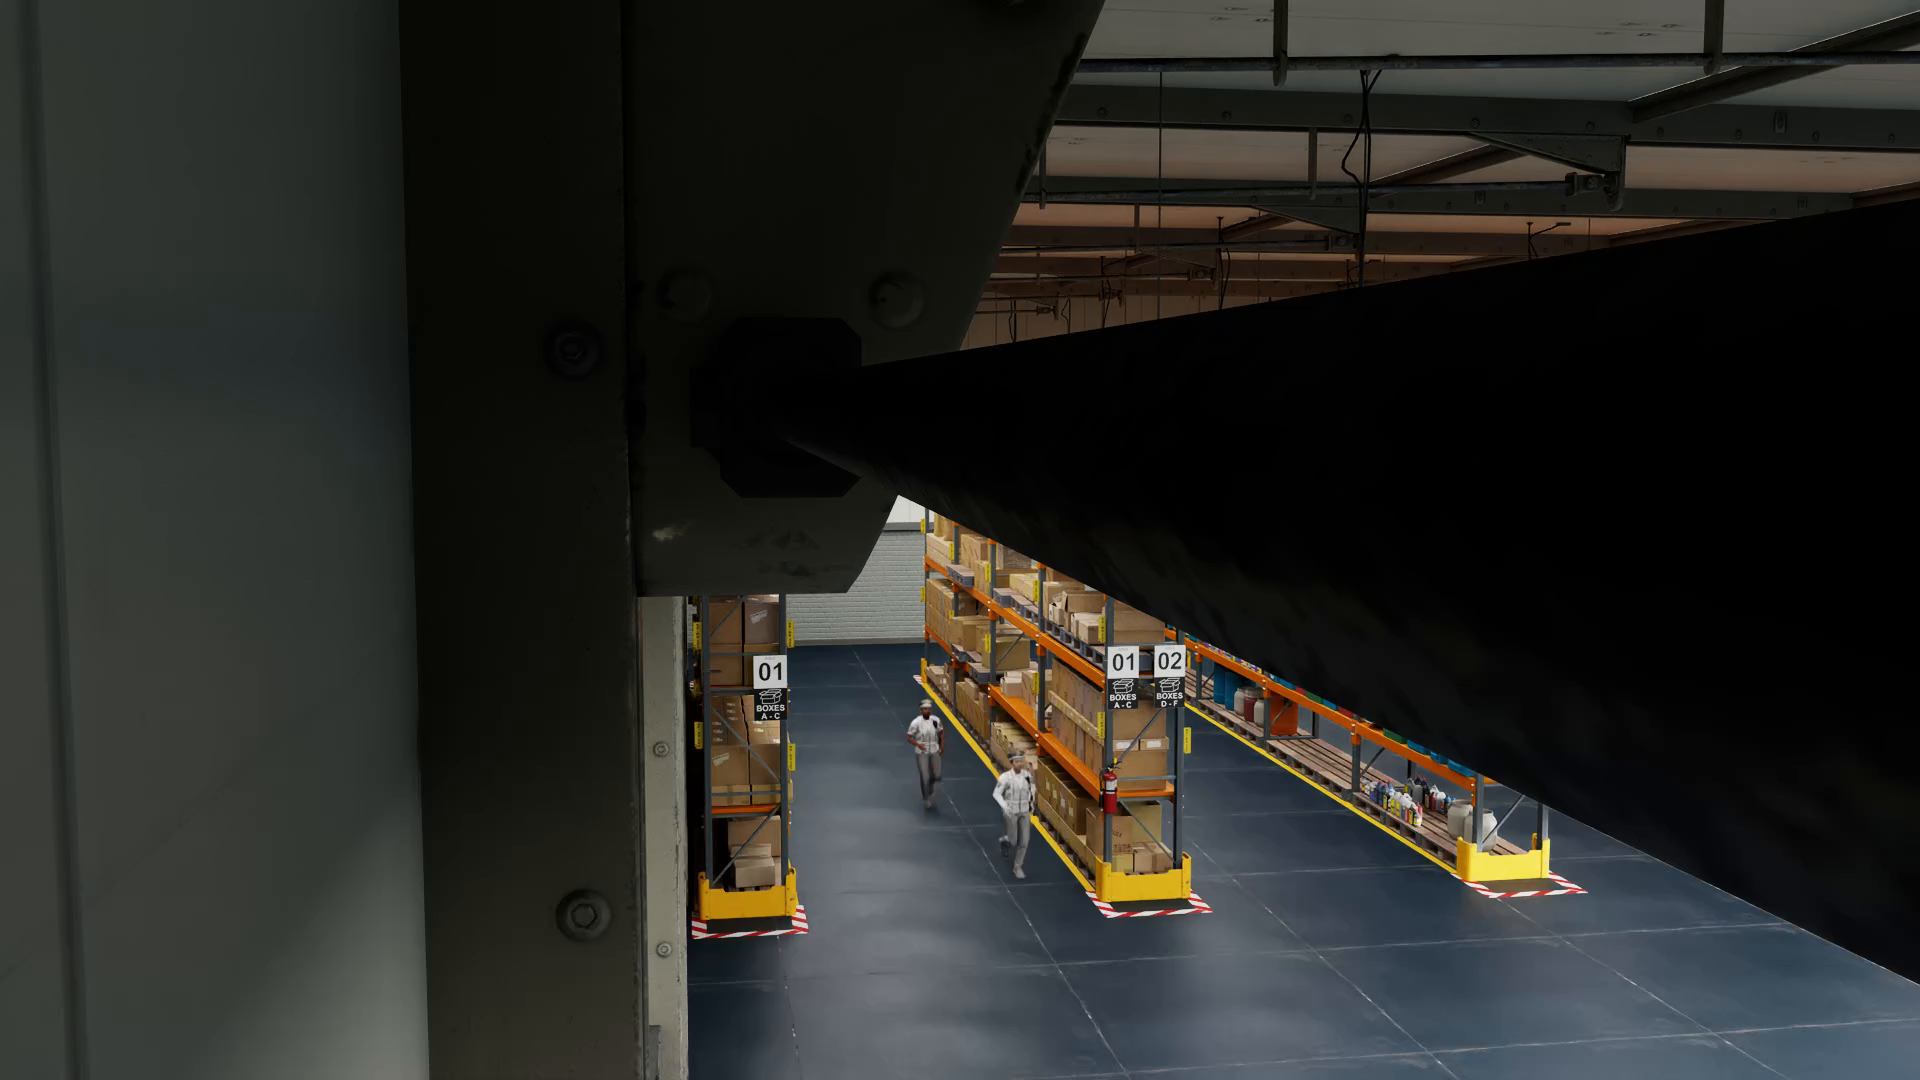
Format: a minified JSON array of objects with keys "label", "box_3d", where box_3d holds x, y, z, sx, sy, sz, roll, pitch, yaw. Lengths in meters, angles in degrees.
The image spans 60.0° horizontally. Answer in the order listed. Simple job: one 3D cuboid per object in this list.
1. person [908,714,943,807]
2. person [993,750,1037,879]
[{"label":"person","box_3d":[-0.511,3.385,25.564,0.582,1.420,0.525,-2,5,-18]},{"label":"person","box_3d":[0.738,3.588,21.989,0.625,1.683,0.661,-2,5,-18]}]
